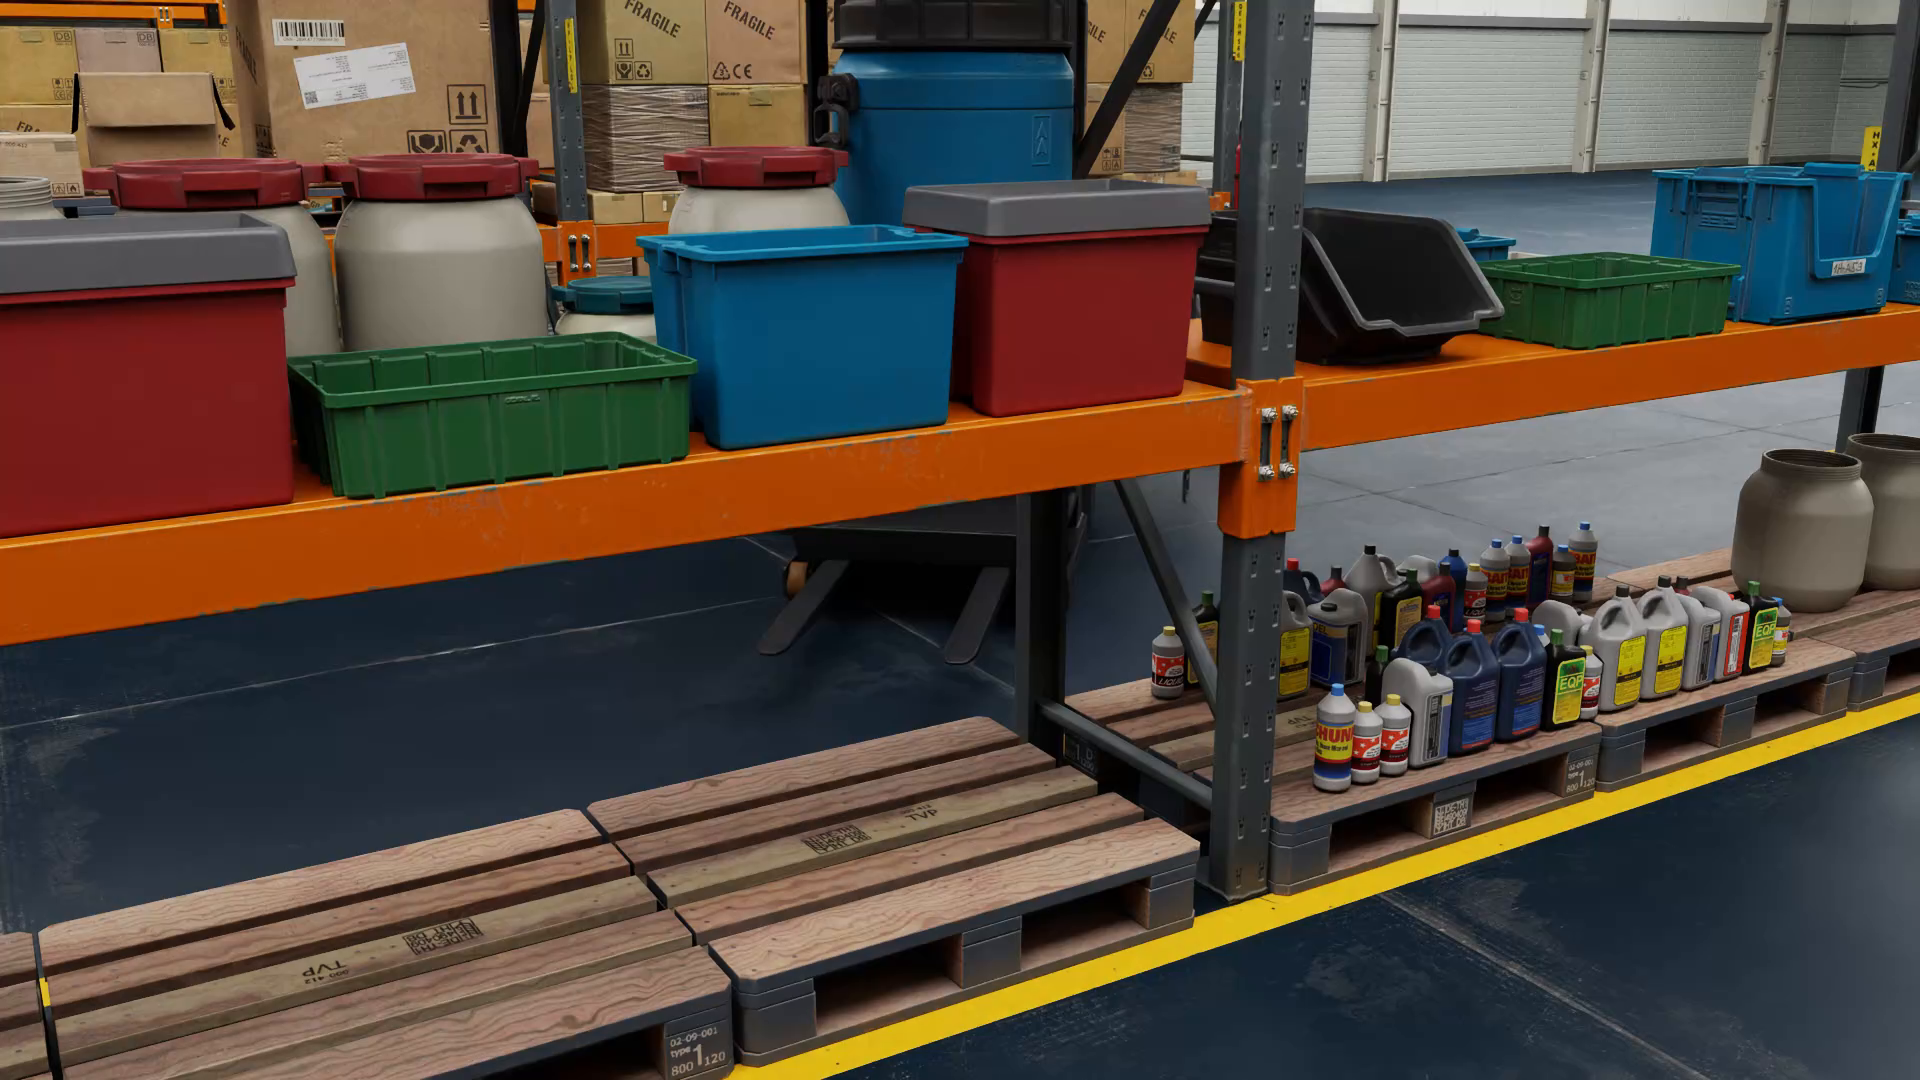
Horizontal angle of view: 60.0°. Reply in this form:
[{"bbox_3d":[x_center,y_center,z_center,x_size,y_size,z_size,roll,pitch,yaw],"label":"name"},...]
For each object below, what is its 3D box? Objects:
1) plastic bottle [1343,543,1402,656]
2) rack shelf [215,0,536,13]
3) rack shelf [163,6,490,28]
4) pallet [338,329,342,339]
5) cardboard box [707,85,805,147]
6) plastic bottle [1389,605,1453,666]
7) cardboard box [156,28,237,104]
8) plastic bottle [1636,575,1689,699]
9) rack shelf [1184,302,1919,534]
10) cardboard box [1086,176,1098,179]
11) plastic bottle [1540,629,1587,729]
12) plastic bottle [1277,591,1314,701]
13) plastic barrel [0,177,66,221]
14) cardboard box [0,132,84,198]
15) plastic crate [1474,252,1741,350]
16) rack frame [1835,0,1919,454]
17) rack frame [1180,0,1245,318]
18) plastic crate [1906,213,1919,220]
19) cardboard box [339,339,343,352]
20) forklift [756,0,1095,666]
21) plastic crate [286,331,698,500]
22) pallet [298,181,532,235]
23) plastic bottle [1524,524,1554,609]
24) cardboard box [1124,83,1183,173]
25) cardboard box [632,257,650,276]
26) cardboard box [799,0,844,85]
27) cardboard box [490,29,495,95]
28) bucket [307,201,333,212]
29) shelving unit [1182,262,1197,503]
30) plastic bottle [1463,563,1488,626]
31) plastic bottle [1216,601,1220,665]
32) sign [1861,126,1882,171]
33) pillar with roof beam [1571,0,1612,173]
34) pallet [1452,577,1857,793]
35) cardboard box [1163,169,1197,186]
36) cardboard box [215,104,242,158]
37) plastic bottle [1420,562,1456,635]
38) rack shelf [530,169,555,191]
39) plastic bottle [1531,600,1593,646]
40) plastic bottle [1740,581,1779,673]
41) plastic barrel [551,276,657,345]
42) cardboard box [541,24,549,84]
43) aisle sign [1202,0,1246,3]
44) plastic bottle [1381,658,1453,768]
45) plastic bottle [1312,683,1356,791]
[{"bbox_3d":[1.314,0.180,5.301,0.185,0.351,0.144,-9,18,-30],"label":"plastic bottle"},{"bbox_3d":[-5.471,-5.470,17.142,4.000,0.370,1.077,-9,18,-30],"label":"rack shelf"},{"bbox_3d":[-8.031,-6.618,21.237,4.000,0.370,1.077,-9,18,-30],"label":"rack shelf"},{"bbox_3d":[-5.172,-1.496,12.354,1.213,0.211,1.003,-9,18,-30],"label":"pallet"},{"bbox_3d":[-1.218,-2.102,8.616,0.500,0.500,0.875,-9,18,-30],"label":"cardboard box"},{"bbox_3d":[1.300,0.359,4.666,0.185,0.351,0.144,-9,18,-30],"label":"plastic bottle"},{"bbox_3d":[-5.412,-3.350,11.766,0.500,0.500,0.700,-10,18,-31],"label":"cardboard box"},{"bbox_3d":[2.060,0.281,4.943,0.185,0.351,0.144,-8,18,-27],"label":"plastic bottle"},{"bbox_3d":[2.183,-0.587,5.280,4.000,0.370,1.077,-9,18,-30],"label":"rack shelf"},{"bbox_3d":[0.584,-2.037,9.583,0.250,0.149,0.380,-9,18,-30],"label":"cardboard box"},{"bbox_3d":[1.699,0.385,4.697,0.133,0.283,0.061,-8,18,-27],"label":"plastic bottle"},{"bbox_3d":[0.947,0.285,4.927,0.185,0.351,0.144,-9,18,-30],"label":"plastic bottle"},{"bbox_3d":[-1.827,-0.404,3.087,0.421,0.512,0.421,0,16,0],"label":"plastic barrel"},{"bbox_3d":[-3.956,-1.555,6.900,0.500,0.250,0.500,-10,18,-31],"label":"cardboard box"},{"bbox_3d":[1.778,-0.677,4.659,0.662,0.188,0.450,-9,18,-30],"label":"plastic crate"},{"bbox_3d":[3.898,-1.211,6.174,0.127,3.000,1.000,-9,18,-30],"label":"rack frame"},{"bbox_3d":[1.347,-2.357,10.262,0.127,3.000,1.000,-9,18,-30],"label":"rack frame"},{"bbox_3d":[3.623,-1.001,5.699,0.616,0.251,0.499,-9,18,-30],"label":"plastic crate"},{"bbox_3d":[-3.038,-0.667,8.049,0.500,0.500,0.700,-9,18,-30],"label":"cardboard box"},{"bbox_3d":[-0.091,-1.227,6.356,1.130,2.935,3.031,2,16,8],"label":"forklift"},{"bbox_3d":[-0.879,-0.246,3.123,0.662,0.188,0.450,-9,18,-30],"label":"plastic crate"},{"bbox_3d":[-2.812,-1.636,8.046,1.213,0.211,1.003,-9,18,-30],"label":"pallet"},{"bbox_3d":[1.979,0.092,5.742,0.133,0.283,0.061,-9,18,-29],"label":"plastic bottle"},{"bbox_3d":[0.861,-2.479,9.959,0.500,0.500,0.875,-9,18,-30],"label":"cardboard box"},{"bbox_3d":[-2.421,-2.466,13.807,0.875,0.875,0.875,-10,18,-31],"label":"cardboard box"},{"bbox_3d":[-0.709,-2.617,8.600,0.500,0.500,0.500,-9,18,-30],"label":"cardboard box"},{"bbox_3d":[-3.804,-3.702,12.780,0.550,0.550,0.875,-9,18,-30],"label":"cardboard box"},{"bbox_3d":[-5.621,-2.671,14.630,0.620,0.611,0.726,-13,17,-8],"label":"bucket"},{"bbox_3d":[0.869,-0.803,8.050,0.503,1.200,0.258,3,16,12],"label":"shelving unit"},{"bbox_3d":[1.718,0.179,5.582,0.097,0.201,0.097,0,16,0],"label":"plastic bottle"},{"bbox_3d":[0.872,0.252,5.046,0.185,0.351,0.144,-10,18,-31],"label":"plastic bottle"},{"bbox_3d":[3.618,-1.473,6.593,0.005,0.325,0.100,-9,18,-30],"label":"sign"},{"bbox_3d":[15.412,-11.139,30.474,0.400,9.000,9.100,-9,18,-30],"label":"pillar with roof beam"},{"bbox_3d":[2.113,0.433,5.475,1.213,0.211,1.003,-9,18,-30],"label":"pallet"},{"bbox_3d":[1.209,-2.149,9.984,0.250,0.149,0.380,-9,18,-30],"label":"cardboard box"},{"bbox_3d":[-5.293,-2.807,11.679,0.500,0.500,0.500,-9,18,-30],"label":"cardboard box"},{"bbox_3d":[1.510,0.216,5.300,0.133,0.283,0.061,-9,18,-30],"label":"plastic bottle"},{"bbox_3d":[-2.835,-2.895,13.512,4.000,0.370,1.077,-9,18,-30],"label":"rack shelf"},{"bbox_3d":[1.803,0.312,4.971,0.135,0.276,0.152,-9,18,-30],"label":"plastic bottle"},{"bbox_3d":[2.458,0.262,5.136,0.133,0.283,0.061,-9,18,-28],"label":"plastic bottle"},{"bbox_3d":[-0.745,-0.440,3.680,0.301,0.262,0.301,0,16,0],"label":"plastic barrel"},{"bbox_3d":[-1.838,-2.600,8.540,0.500,0.500,0.500,-9,18,-30],"label":"cardboard box"},{"bbox_3d":[1.554,-3.548,9.694,0.004,0.787,0.394,-9,18,-30],"label":"aisle sign"},{"bbox_3d":[1.231,0.450,4.478,0.135,0.276,0.152,-8,18,-28],"label":"plastic bottle"},{"bbox_3d":[0.968,0.504,4.296,0.097,0.271,0.097,0,16,0],"label":"plastic bottle"}]
